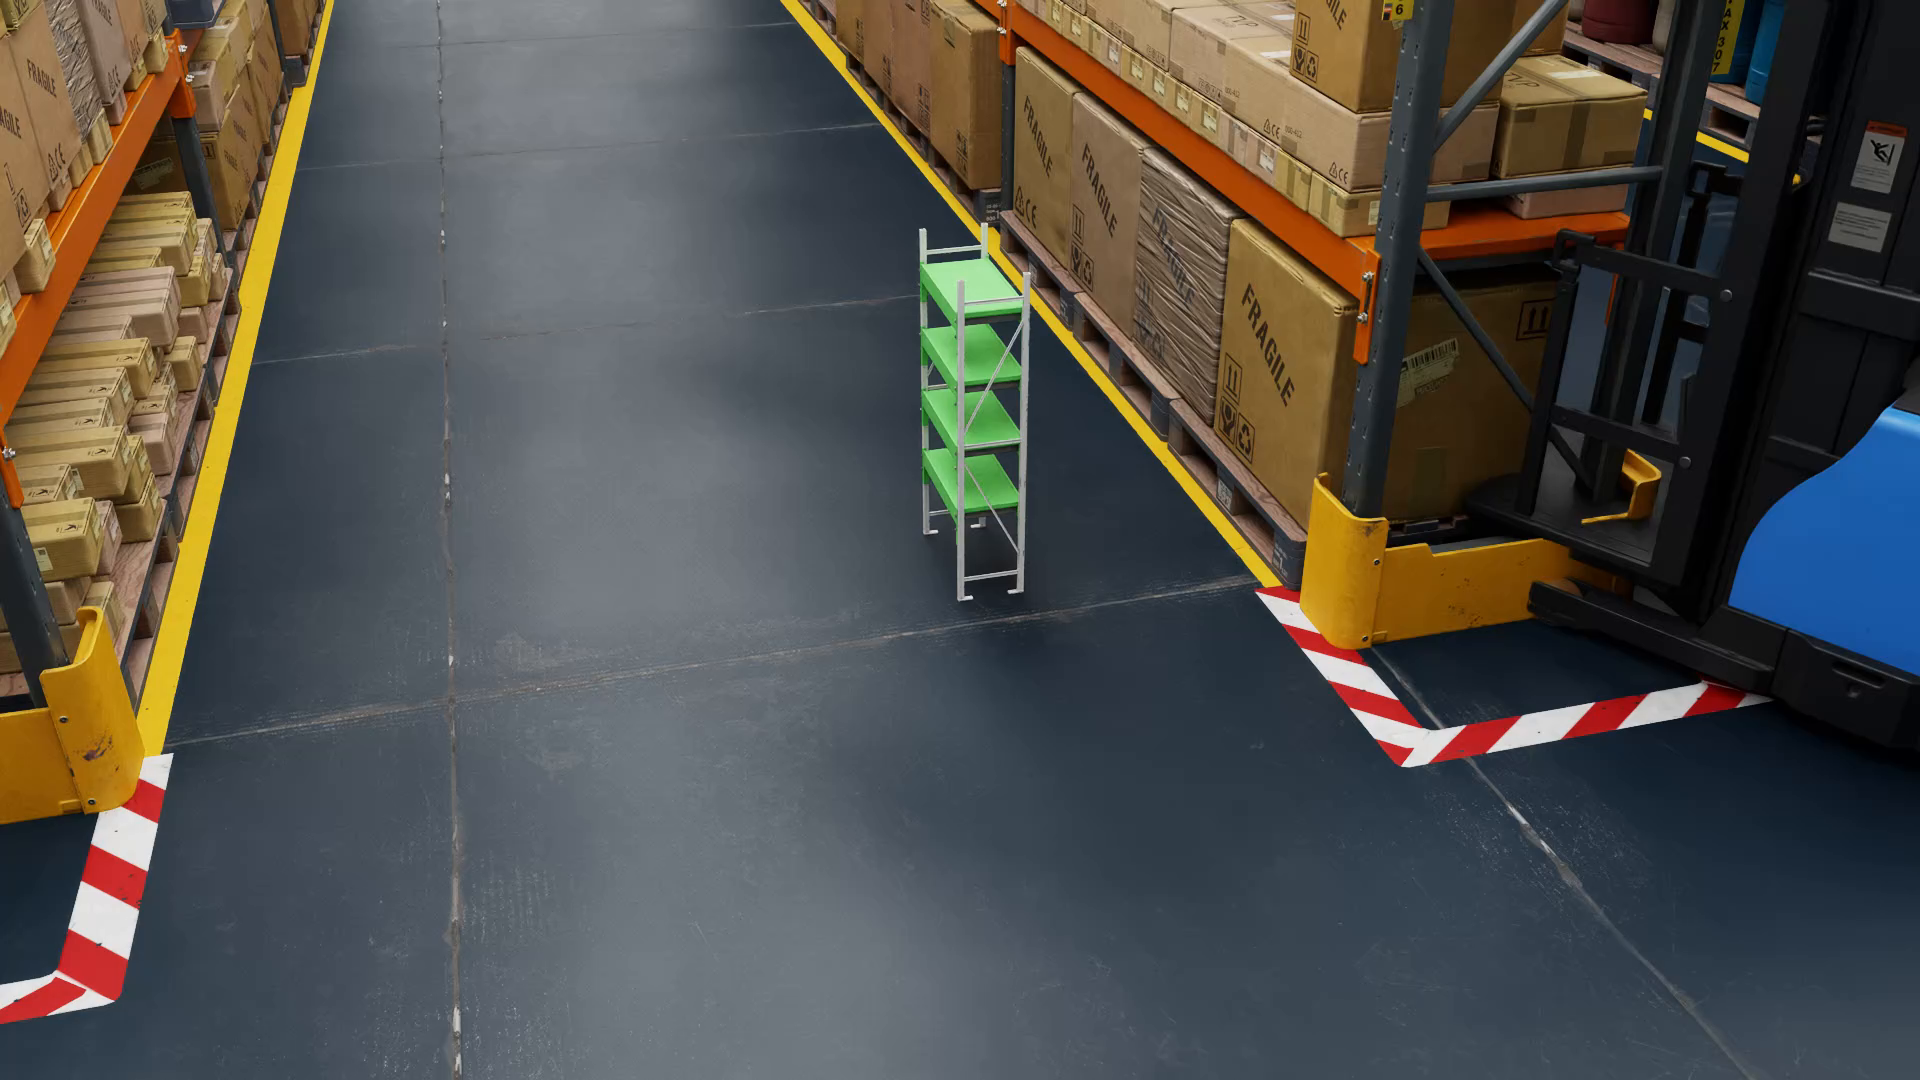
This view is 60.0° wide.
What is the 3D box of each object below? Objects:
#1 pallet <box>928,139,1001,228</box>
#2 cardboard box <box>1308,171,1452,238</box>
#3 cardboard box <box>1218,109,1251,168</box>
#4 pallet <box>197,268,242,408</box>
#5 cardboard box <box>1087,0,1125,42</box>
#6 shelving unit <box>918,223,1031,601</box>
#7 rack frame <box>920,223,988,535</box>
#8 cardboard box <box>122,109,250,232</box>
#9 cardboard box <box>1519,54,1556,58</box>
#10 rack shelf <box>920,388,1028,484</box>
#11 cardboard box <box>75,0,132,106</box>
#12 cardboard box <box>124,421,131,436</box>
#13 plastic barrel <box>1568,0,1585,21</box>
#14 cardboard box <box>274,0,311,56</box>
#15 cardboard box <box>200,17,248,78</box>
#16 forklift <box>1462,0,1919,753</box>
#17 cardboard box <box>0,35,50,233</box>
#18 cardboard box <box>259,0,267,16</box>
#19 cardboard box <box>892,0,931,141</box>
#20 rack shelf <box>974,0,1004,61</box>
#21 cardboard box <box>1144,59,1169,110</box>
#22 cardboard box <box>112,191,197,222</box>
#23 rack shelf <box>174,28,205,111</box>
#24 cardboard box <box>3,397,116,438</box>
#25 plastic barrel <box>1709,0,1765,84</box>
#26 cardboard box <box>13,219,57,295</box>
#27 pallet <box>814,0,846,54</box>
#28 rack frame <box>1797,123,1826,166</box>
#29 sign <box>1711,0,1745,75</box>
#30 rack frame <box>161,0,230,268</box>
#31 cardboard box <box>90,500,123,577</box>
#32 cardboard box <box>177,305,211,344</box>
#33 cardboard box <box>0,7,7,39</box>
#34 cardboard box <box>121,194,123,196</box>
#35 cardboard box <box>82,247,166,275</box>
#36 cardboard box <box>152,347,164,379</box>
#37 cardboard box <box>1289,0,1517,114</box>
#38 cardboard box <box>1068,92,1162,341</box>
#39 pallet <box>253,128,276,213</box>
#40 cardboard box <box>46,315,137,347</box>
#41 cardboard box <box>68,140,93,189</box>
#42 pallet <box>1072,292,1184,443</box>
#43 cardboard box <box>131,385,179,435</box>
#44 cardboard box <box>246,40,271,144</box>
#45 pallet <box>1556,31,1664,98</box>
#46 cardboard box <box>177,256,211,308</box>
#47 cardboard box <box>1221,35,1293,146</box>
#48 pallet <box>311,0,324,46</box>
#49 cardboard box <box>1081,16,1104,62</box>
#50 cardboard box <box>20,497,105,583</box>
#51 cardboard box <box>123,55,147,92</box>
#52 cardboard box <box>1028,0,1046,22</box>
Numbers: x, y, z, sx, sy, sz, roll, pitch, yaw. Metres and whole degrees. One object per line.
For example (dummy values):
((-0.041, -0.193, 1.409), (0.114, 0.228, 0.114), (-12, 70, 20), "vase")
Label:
((0.441, -2.179, 9.804), (1.003, 0.211, 1.213), (-8, 31, -13), "pallet")
((1.369, -1.111, 5.426), (0.380, 0.149, 0.250), (-7, 31, -12), "cardboard box")
((1.167, -1.479, 6.062), (0.380, 0.149, 0.250), (-7, 31, -12), "cardboard box")
((-3.878, -0.886, 7.570), (1.003, 0.211, 1.213), (-8, 31, -13), "pallet")
((0.861, -2.335, 7.143), (0.500, 0.250, 0.500), (-7, 31, -12), "cardboard box")
((0.044, -0.439, 5.811), (0.258, 1.200, 0.503), (-8, 31, -13), "shelving unit")
((-0.021, -0.557, 6.015), (0.240, 1.200, 0.015), (-8, 31, -13), "rack frame")
((-4.030, -1.905, 8.623), (0.500, 0.500, 0.500), (-7, 31, -11), "cardboard box")
((1.769, -1.673, 5.999), (0.500, 0.250, 0.500), (-8, 31, -14), "cardboard box")
((0.044, -0.384, 5.843), (0.258, 0.148, 0.480), (-8, 31, -13), "rack shelf")
((-3.422, -1.897, 6.137), (0.500, 0.500, 0.500), (-8, 31, -14), "cardboard box")
((-3.214, -0.345, 5.981), (0.380, 0.149, 0.250), (-9, 31, -16), "cardboard box")
((4.815, -4.224, 12.618), (0.421, 0.512, 0.421), (0, 30, 0), "plastic barrel")
((-5.227, -3.859, 11.749), (1.050, 0.750, 0.750), (-8, 31, -14), "cardboard box")
((-4.306, -2.733, 9.305), (0.500, 0.250, 0.500), (-7, 31, -11), "cardboard box")
((2.463, -1.135, 5.285), (3.031, 2.935, 1.130), (26, 39, 37), "forklift")
((-3.048, -1.161, 4.866), (0.500, 0.500, 0.500), (-8, 31, -13), "cardboard box")
((-4.717, -3.474, 10.584), (0.500, 0.250, 0.500), (-9, 31, -14), "cardboard box")
((0.292, -3.023, 10.181), (1.225, 0.875, 0.875), (-9, 31, -15), "cardboard box")
((0.188, -3.678, 10.328), (1.077, 0.370, 4.000), (-8, 31, -13), "rack shelf")
((0.963, -1.849, 6.701), (0.380, 0.149, 0.250), (-7, 31, -12), "cardboard box")
((-3.745, -1.481, 7.647), (0.380, 0.149, 0.250), (-7, 31, -12), "cardboard box")
((-4.621, -3.067, 9.273), (1.077, 0.370, 4.000), (-8, 31, -13), "rack shelf")
((-3.118, -0.349, 5.691), (0.380, 0.149, 0.250), (-9, 31, -16), "cardboard box")
((5.178, -3.563, 11.086), (0.600, 0.901, 0.708), (-8, 31, -13), "plastic barrel")
((-2.926, -0.827, 4.934), (0.380, 0.149, 0.250), (-9, 31, -15), "cardboard box")
((-0.549, -4.126, 13.168), (1.003, 0.211, 1.213), (-8, 31, -13), "pallet")
((5.494, -3.682, 9.617), (1.000, 3.000, 0.127), (-8, 31, -13), "rack frame")
((2.317, -1.571, 5.027), (0.100, 0.325, 0.005), (-8, 31, -13), "sign")
((-4.090, -2.413, 7.424), (1.000, 3.000, 0.127), (-8, 31, -13), "rack frame")
((-2.938, 0.016, 5.358), (0.380, 0.149, 0.250), (-8, 31, -14), "cardboard box")
((-3.537, -0.961, 7.342), (0.380, 0.149, 0.250), (-9, 31, -15), "cardboard box")
((-3.032, -1.581, 4.591), (0.500, 0.500, 0.500), (-7, 31, -12), "cardboard box")
((-4.529, -1.837, 8.505), (0.500, 0.500, 0.500), (-8, 31, -14), "cardboard box")
((-3.572, -1.108, 7.002), (0.380, 0.149, 0.250), (-7, 31, -12), "cardboard box")
((-3.418, -0.737, 6.658), (0.380, 0.149, 0.250), (-9, 31, -16), "cardboard box")
((1.398, -1.680, 5.263), (0.500, 0.500, 0.500), (-7, 31, -13), "cardboard box")
((1.056, -1.521, 7.586), (0.875, 0.875, 0.875), (-8, 31, -13), "cardboard box")
((-4.625, -2.172, 9.792), (1.003, 0.211, 1.213), (-8, 31, -13), "pallet")
((-3.367, -0.726, 6.343), (0.380, 0.149, 0.250), (-8, 31, -13), "cardboard box")
((-3.261, -1.319, 5.785), (0.380, 0.149, 0.250), (-7, 31, -11), "cardboard box")
((1.173, -0.848, 7.505), (1.003, 0.211, 1.213), (-8, 31, -13), "pallet")
((-3.282, -0.470, 6.494), (0.380, 0.149, 0.250), (-8, 31, -13), "cardboard box")
((-4.435, -2.657, 9.922), (0.500, 0.500, 0.500), (-9, 31, -16), "cardboard box")
((5.002, -3.444, 11.989), (1.003, 0.211, 1.213), (-8, 31, -13), "pallet")
((-3.528, -1.123, 7.326), (0.380, 0.149, 0.250), (-9, 31, -15), "cardboard box")
((1.262, -1.599, 5.871), (0.500, 0.250, 0.500), (-8, 31, -14), "cardboard box")
((-5.609, -4.117, 13.152), (1.003, 0.211, 1.213), (-8, 31, -13), "pallet")
((0.757, -2.223, 7.347), (0.380, 0.149, 0.250), (-8, 31, -14), "cardboard box")
((-2.840, 0.016, 5.061), (0.380, 0.149, 0.250), (-9, 31, -16), "cardboard box")
((-3.602, -1.950, 6.876), (0.380, 0.149, 0.250), (-7, 31, -11), "cardboard box")
((0.546, -2.601, 8.000), (0.380, 0.149, 0.250), (-9, 31, -15), "cardboard box")
